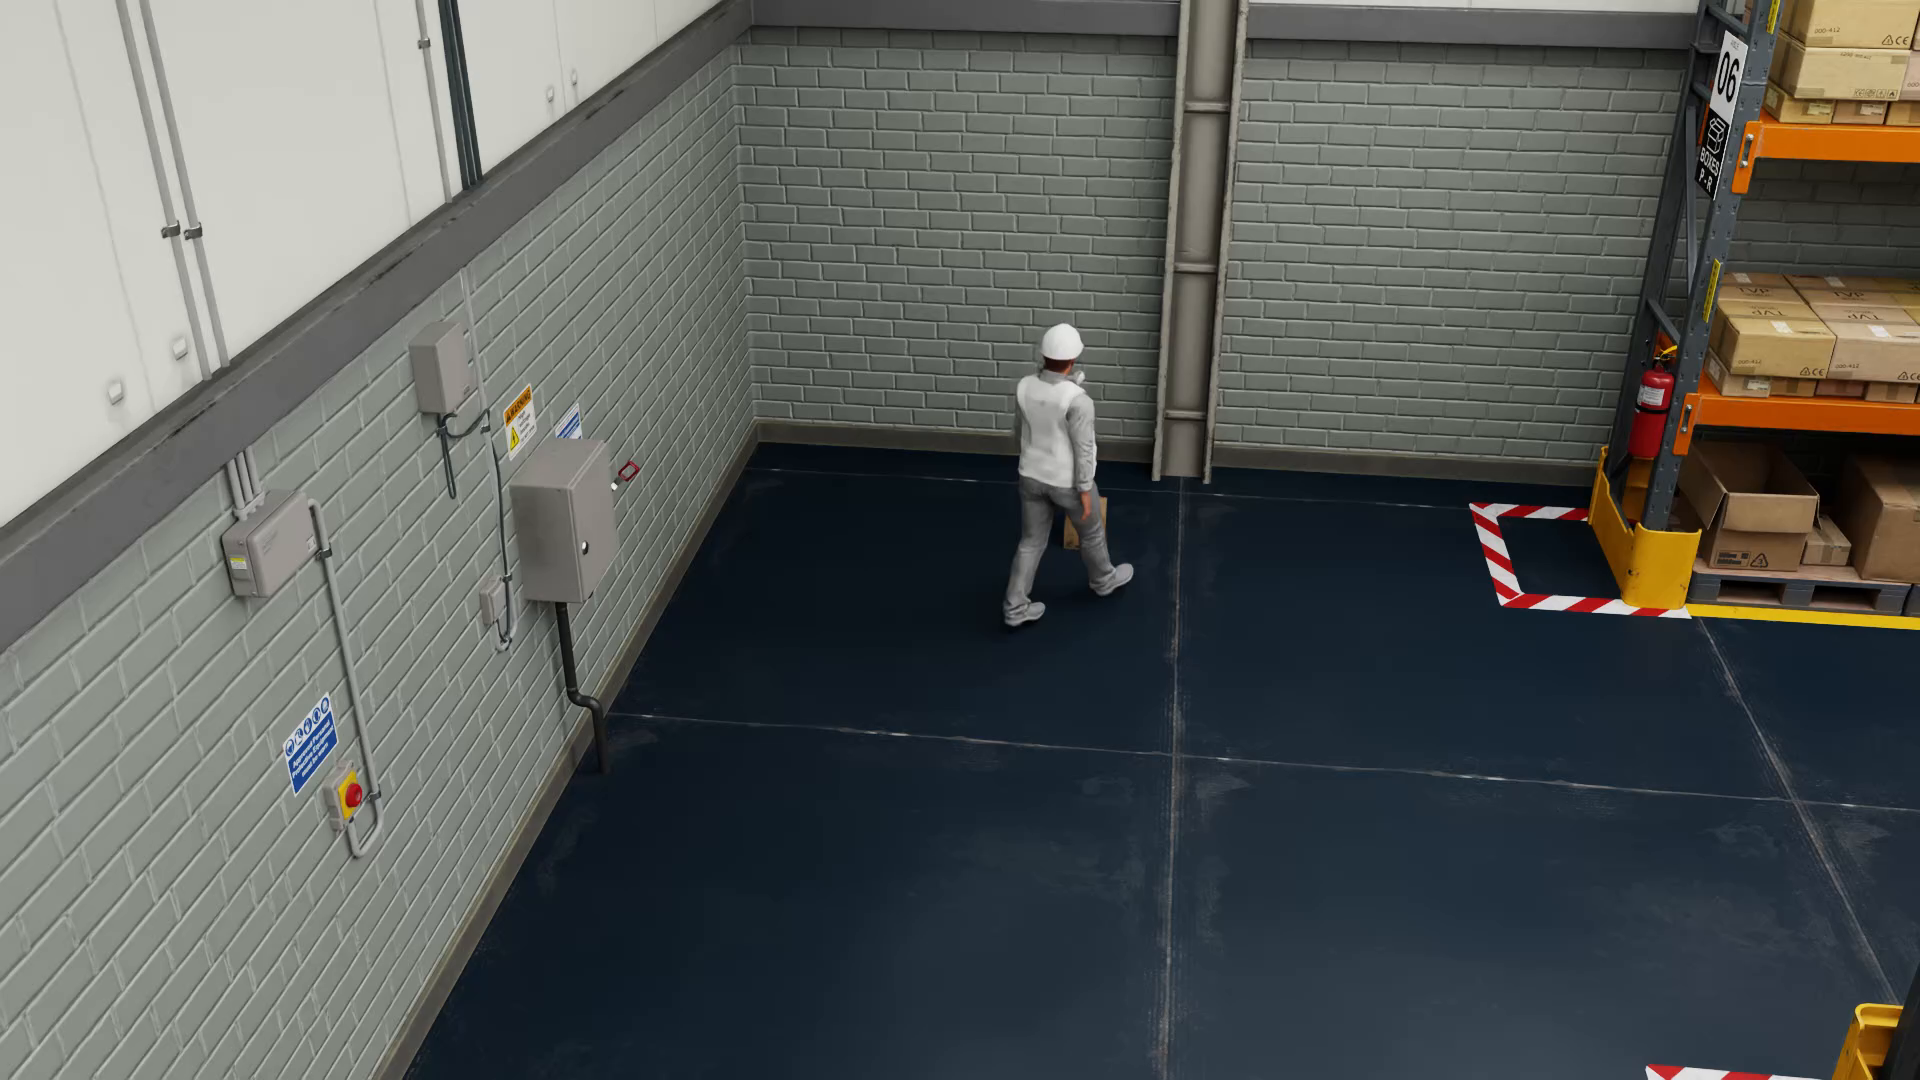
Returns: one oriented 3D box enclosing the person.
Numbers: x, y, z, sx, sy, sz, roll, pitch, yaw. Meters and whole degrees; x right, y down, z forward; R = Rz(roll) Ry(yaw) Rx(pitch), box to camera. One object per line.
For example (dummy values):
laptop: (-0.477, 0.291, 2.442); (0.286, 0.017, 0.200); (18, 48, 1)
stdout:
person: (0.577, -0.407, 9.341); (0.572, 1.731, 0.927); (18, 33, 30)
